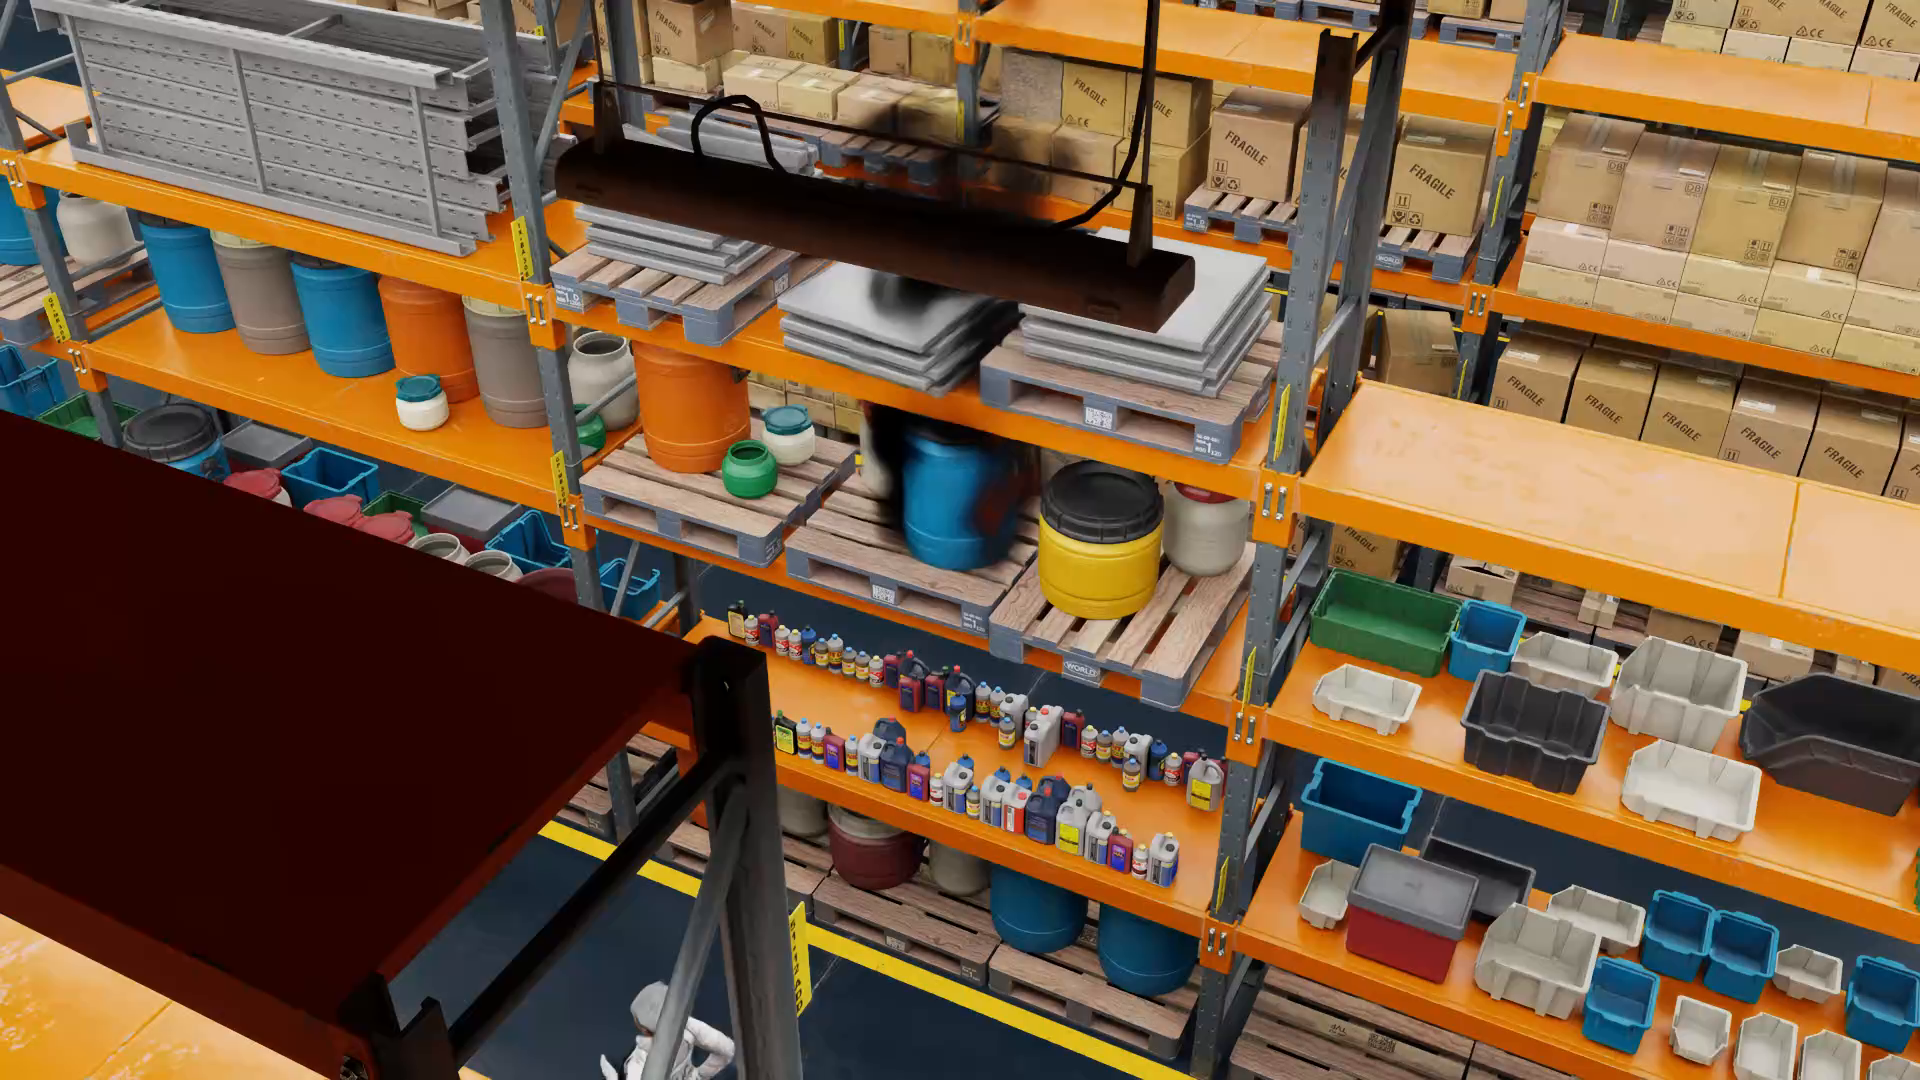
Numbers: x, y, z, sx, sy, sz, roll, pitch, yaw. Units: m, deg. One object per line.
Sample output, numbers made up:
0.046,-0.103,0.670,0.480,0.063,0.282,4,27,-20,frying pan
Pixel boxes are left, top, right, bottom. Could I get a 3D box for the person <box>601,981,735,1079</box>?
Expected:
-1.410,2.894,8.291,0.775,1.754,0.584,14,37,19,person
